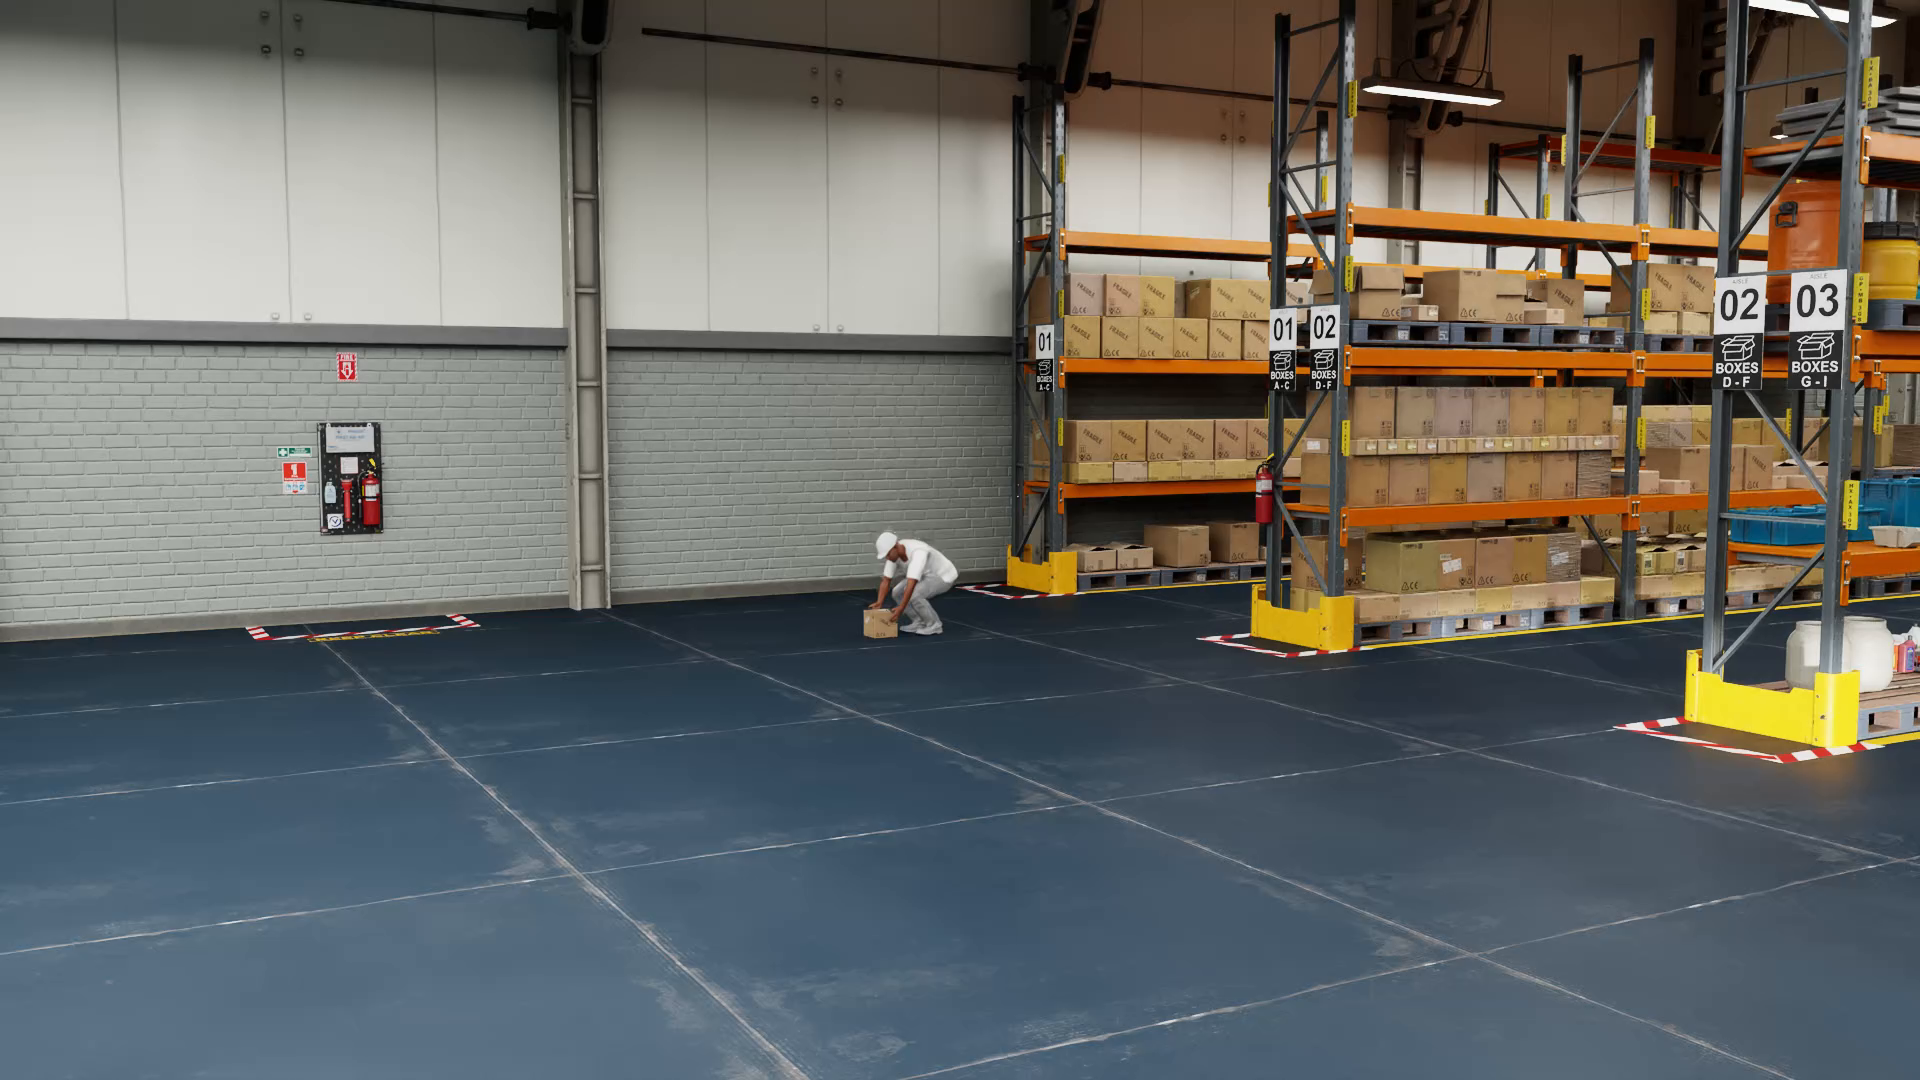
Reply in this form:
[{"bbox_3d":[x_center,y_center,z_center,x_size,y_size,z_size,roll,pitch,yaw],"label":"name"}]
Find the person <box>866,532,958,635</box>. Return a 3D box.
[{"bbox_3d":[-0.439,0.422,16.493,0.884,1.039,0.593,-3,6,-29],"label":"person"}]
